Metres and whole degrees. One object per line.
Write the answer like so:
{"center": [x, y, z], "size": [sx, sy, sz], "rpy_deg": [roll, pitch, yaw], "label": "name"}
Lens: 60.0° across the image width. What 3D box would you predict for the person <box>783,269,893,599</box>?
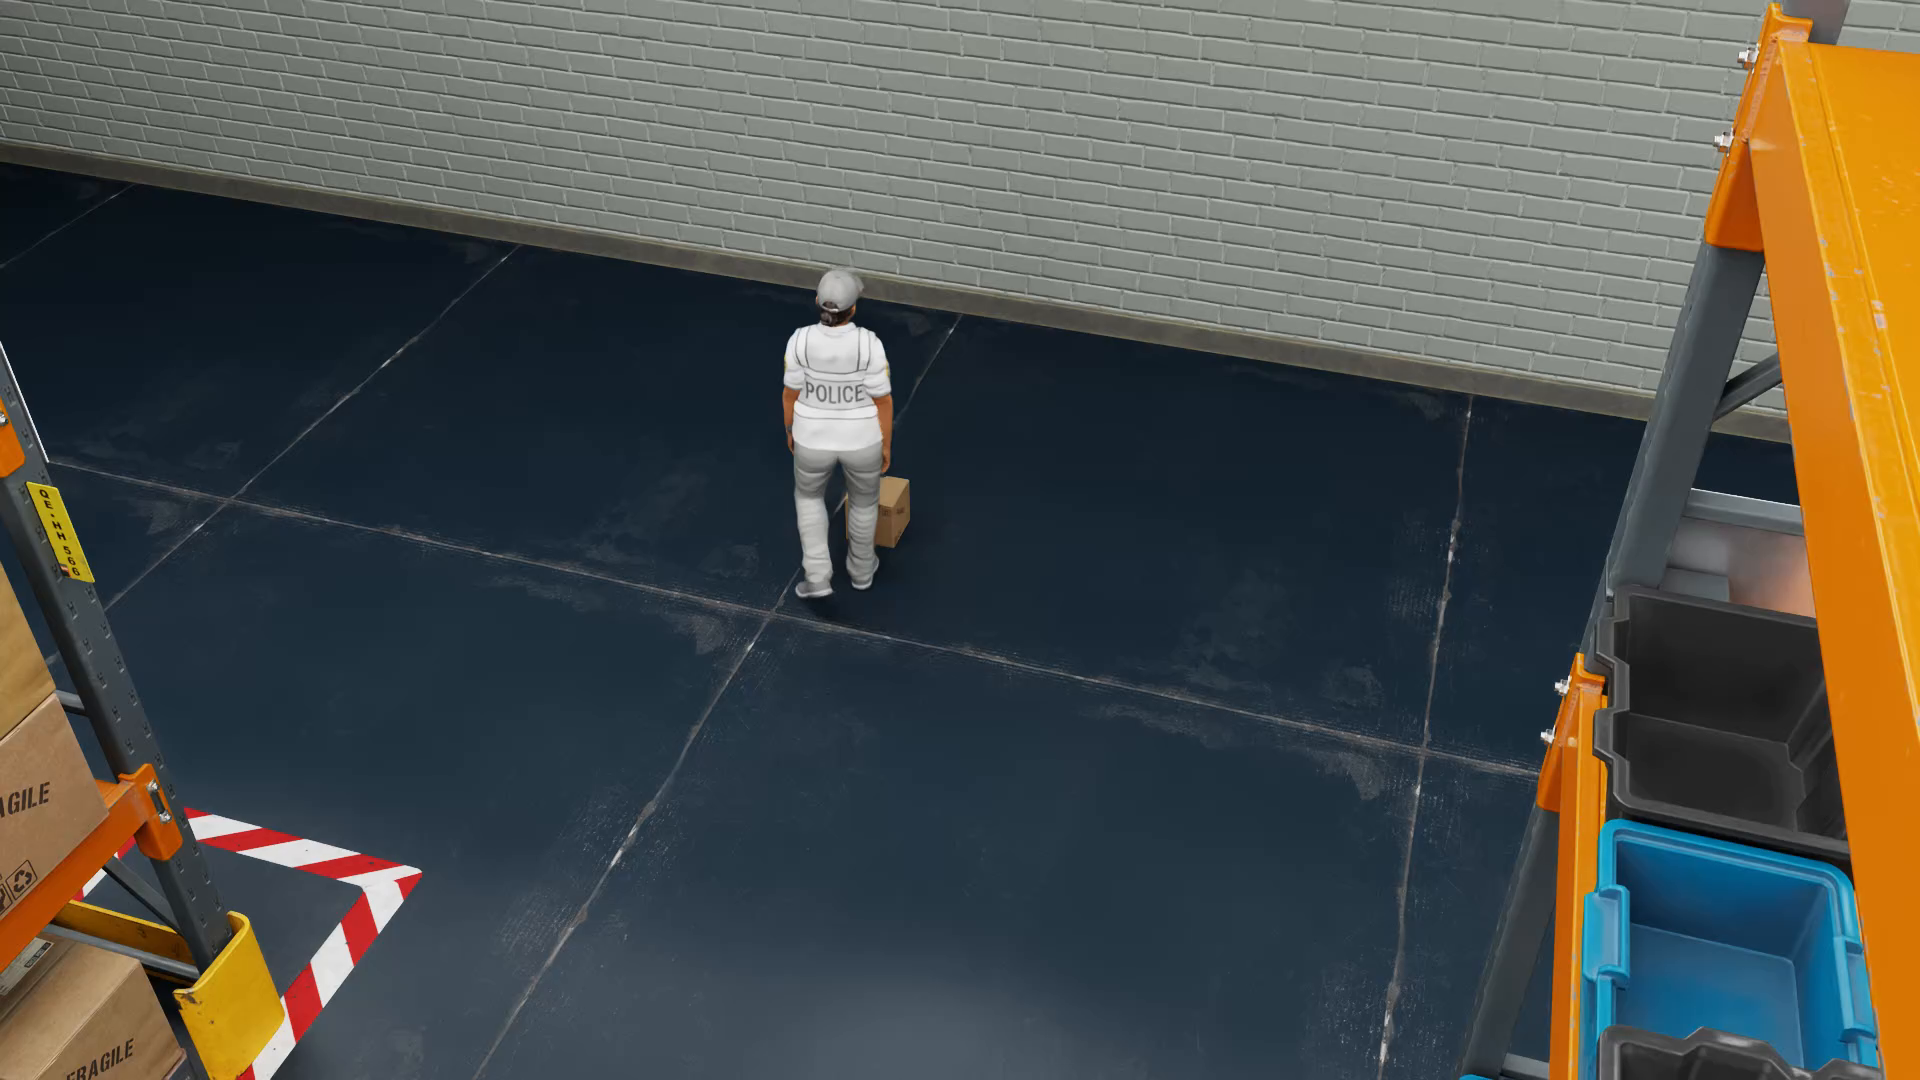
{"center": [-0.539, -0.433, 7.437], "size": [0.492, 1.662, 0.549], "rpy_deg": [1, 37, 1], "label": "person"}
